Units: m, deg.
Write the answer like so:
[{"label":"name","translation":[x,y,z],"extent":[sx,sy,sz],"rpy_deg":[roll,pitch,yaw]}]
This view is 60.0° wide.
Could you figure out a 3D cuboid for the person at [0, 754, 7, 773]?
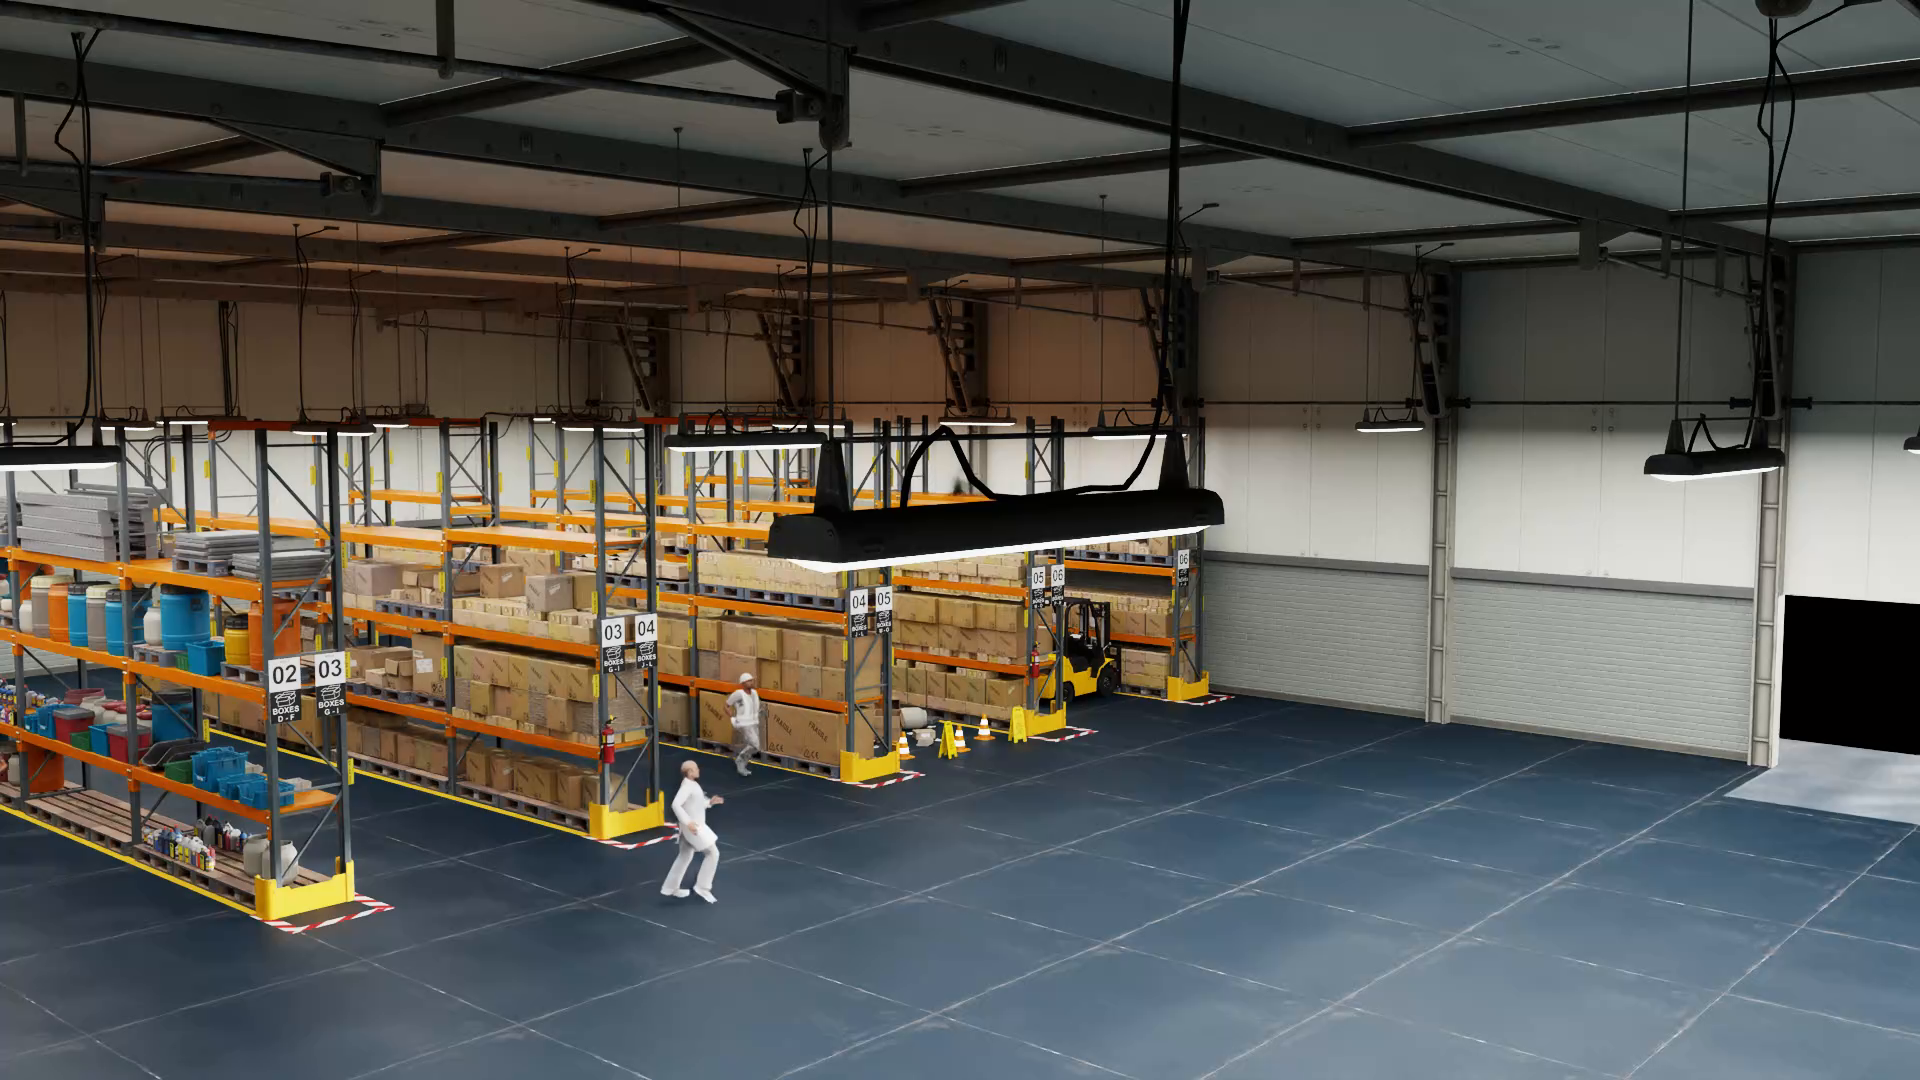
[{"label":"person","translation":[-13.857,3.542,23.604],"extent":[0.591,1.647,0.871],"rpy_deg":[-4,6,-43]}]

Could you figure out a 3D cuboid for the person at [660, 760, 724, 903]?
[{"label":"person","translation":[-3.384,3.701,21.046],"extent":[0.820,1.843,0.674],"rpy_deg":[-2,5,-21]}]

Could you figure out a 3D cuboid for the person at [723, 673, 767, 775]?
[{"label":"person","translation":[-3.544,3.114,28.035],"extent":[0.634,1.738,0.668],"rpy_deg":[3,5,30]}]
